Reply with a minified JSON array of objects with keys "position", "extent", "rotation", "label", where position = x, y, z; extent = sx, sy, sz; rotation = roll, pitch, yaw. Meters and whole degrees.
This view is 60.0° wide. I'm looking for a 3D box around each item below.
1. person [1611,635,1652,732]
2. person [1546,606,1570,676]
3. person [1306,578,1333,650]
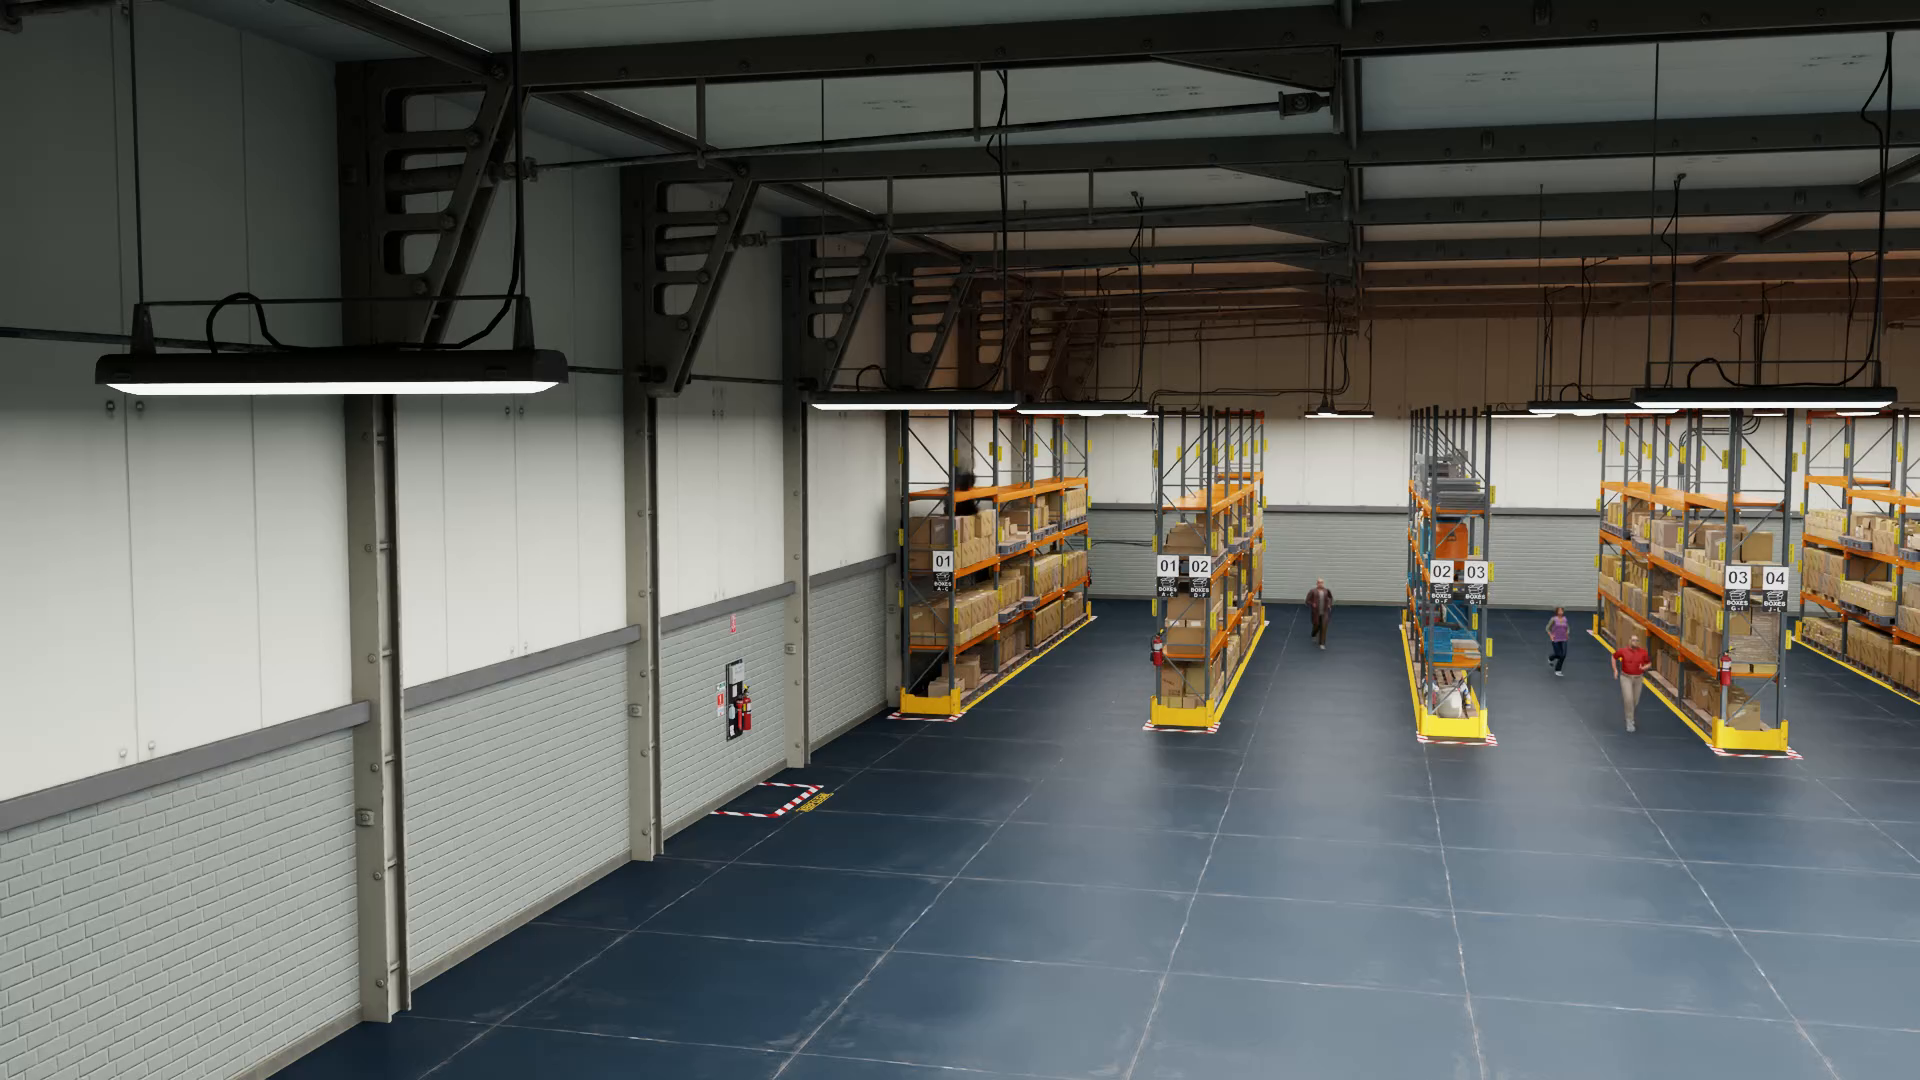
[{"position":[12.498,2.626,30.904],"extent":[0.665,1.746,0.879],"rotation":[0,4,3],"label":"person"},{"position":[13.480,2.267,37.462],"extent":[0.538,1.557,0.549],"rotation":[0,4,-3],"label":"person"},{"position":[9.019,1.841,41.666],"extent":[0.709,1.762,1.008],"rotation":[0,4,1],"label":"person"}]
